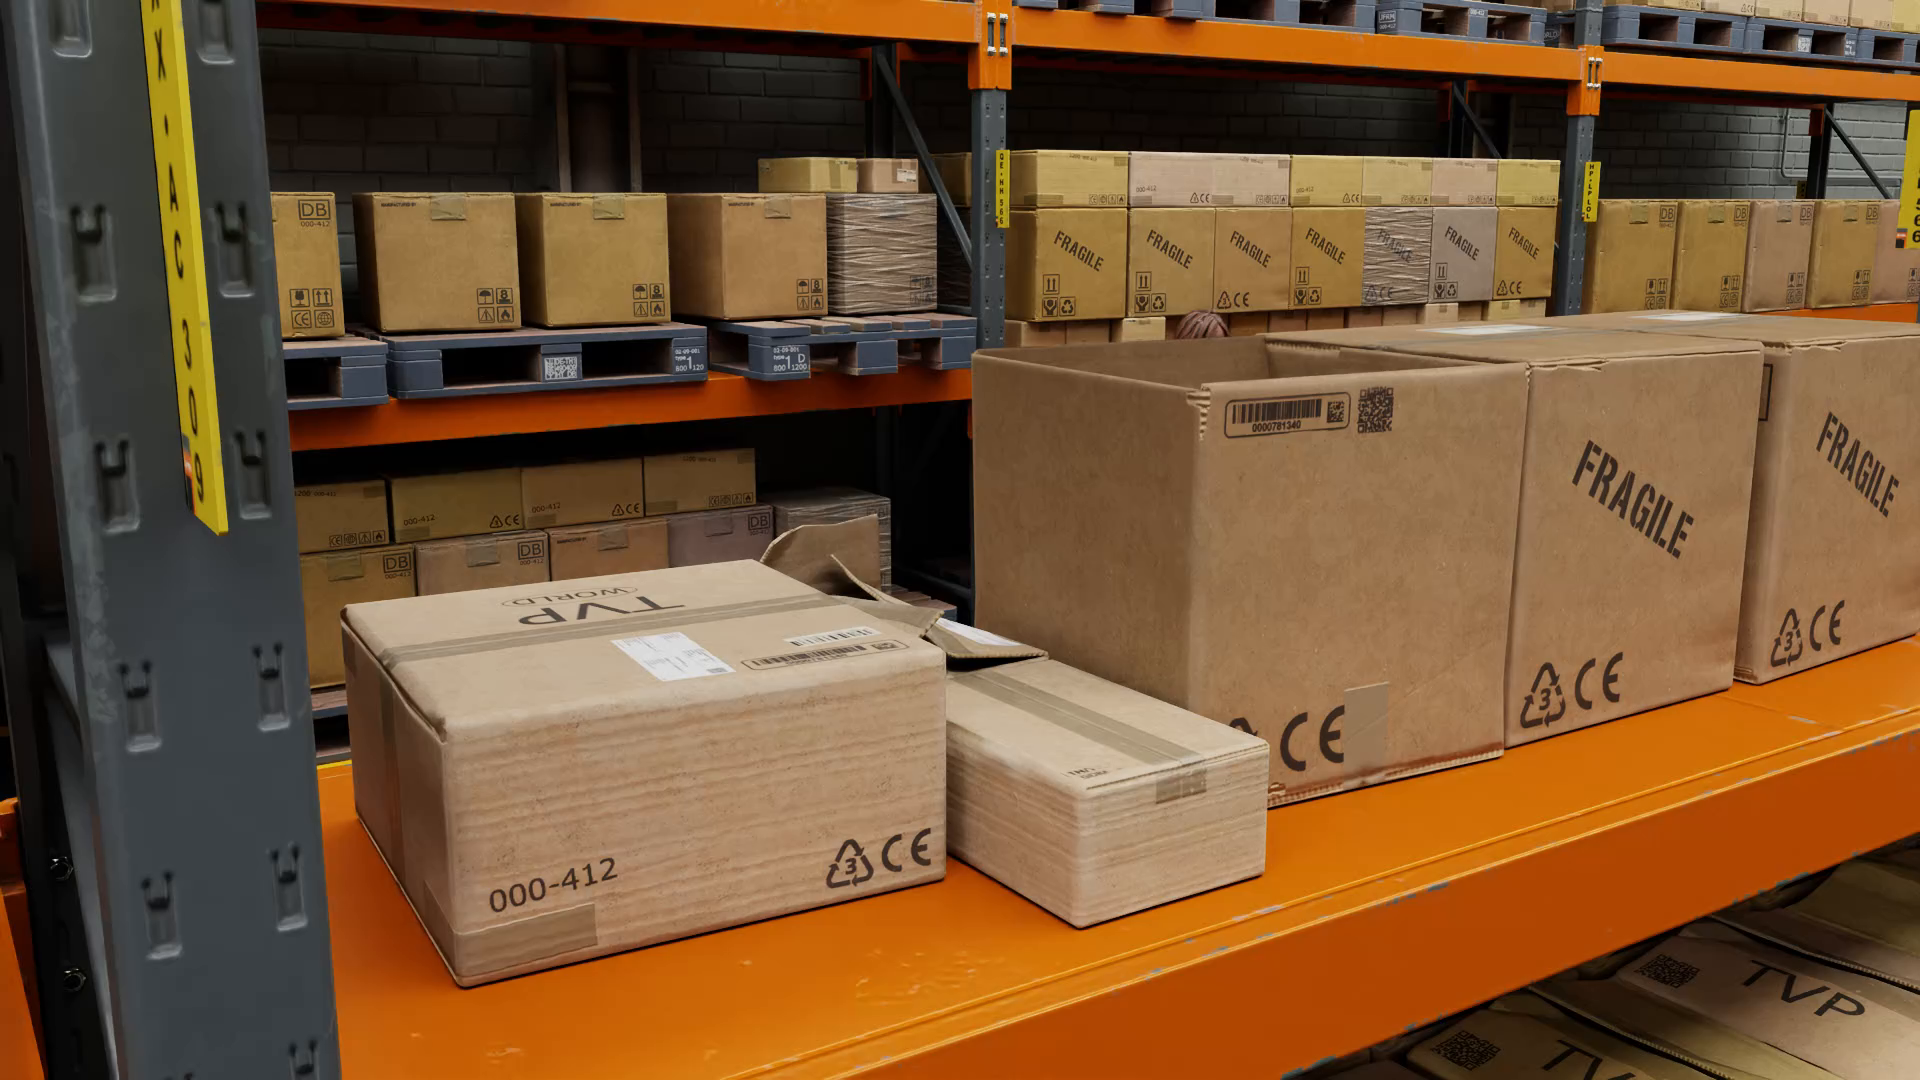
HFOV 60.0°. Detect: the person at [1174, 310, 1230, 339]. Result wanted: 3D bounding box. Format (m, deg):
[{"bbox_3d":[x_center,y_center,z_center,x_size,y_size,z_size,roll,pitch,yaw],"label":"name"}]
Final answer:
[{"bbox_3d":[0.847,-0.078,6.384,0.485,1.581,0.343,-9,14,-36],"label":"person"}]
